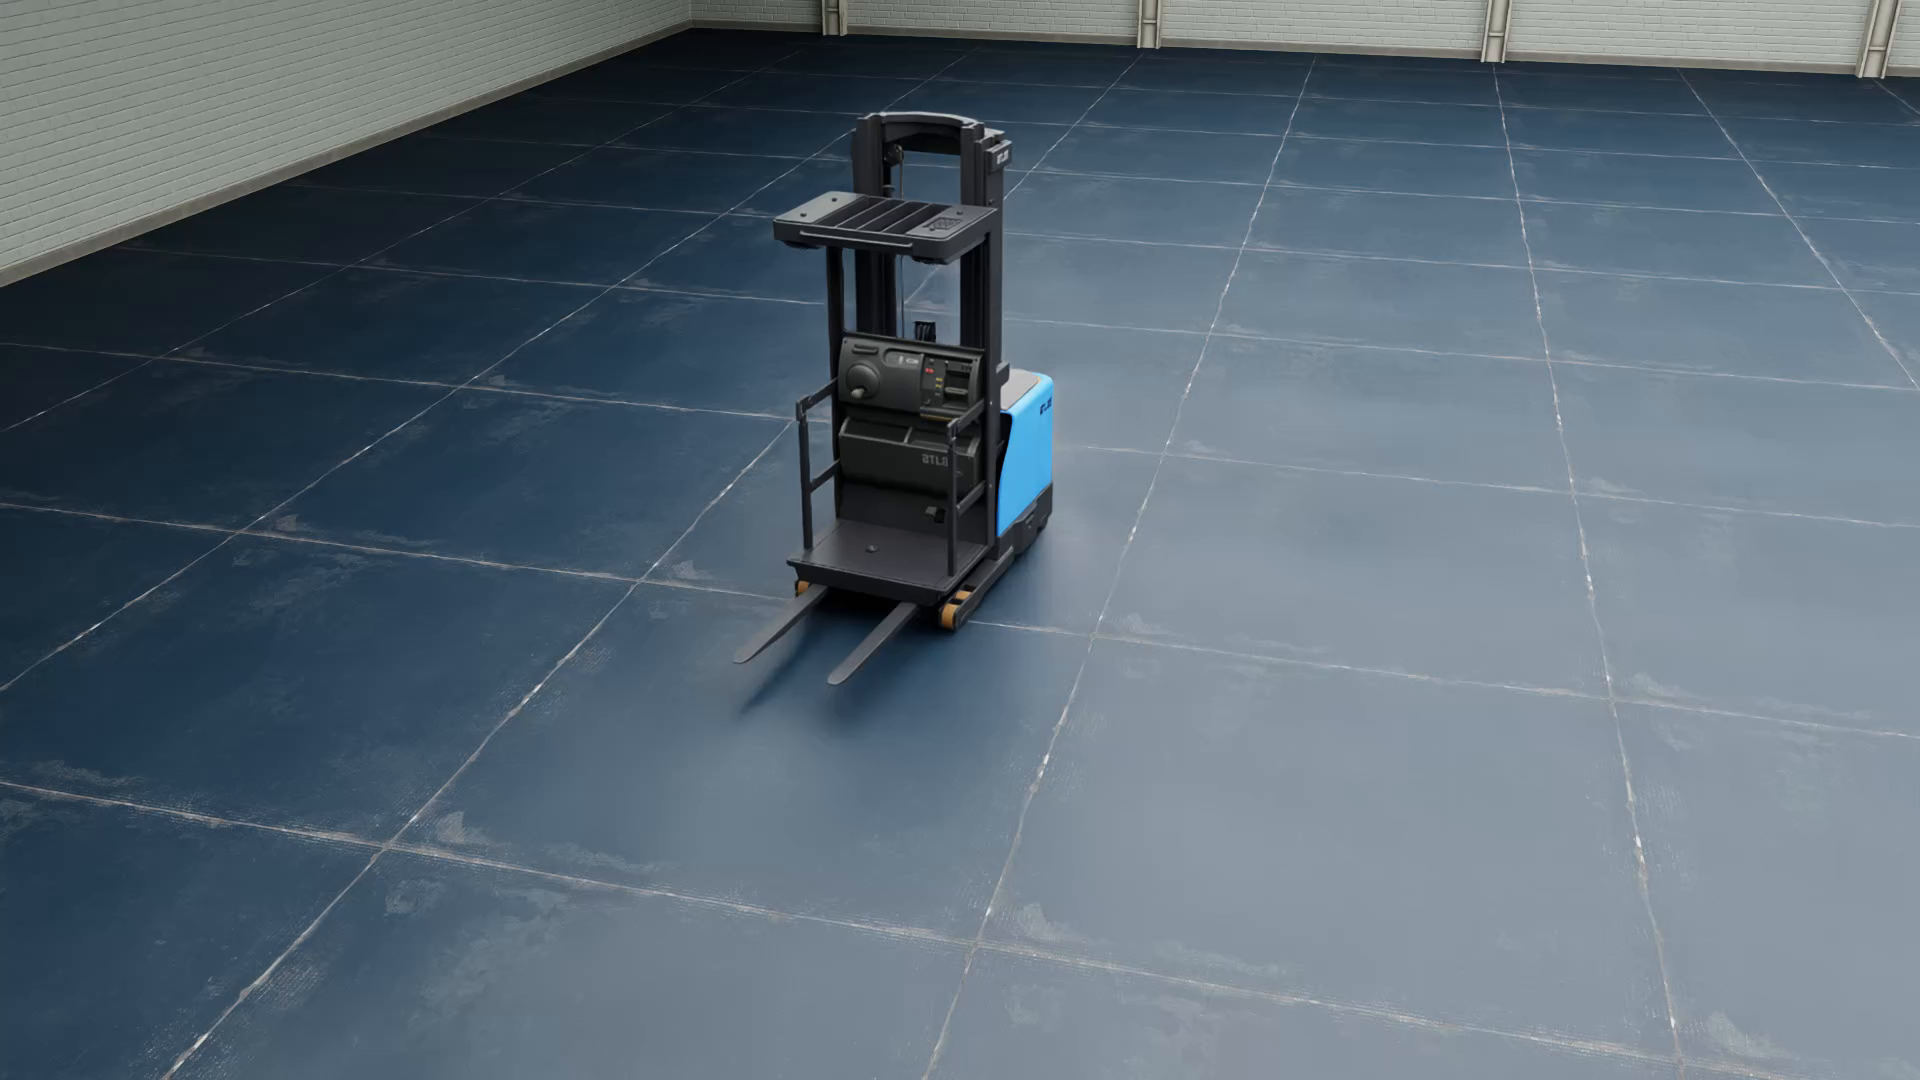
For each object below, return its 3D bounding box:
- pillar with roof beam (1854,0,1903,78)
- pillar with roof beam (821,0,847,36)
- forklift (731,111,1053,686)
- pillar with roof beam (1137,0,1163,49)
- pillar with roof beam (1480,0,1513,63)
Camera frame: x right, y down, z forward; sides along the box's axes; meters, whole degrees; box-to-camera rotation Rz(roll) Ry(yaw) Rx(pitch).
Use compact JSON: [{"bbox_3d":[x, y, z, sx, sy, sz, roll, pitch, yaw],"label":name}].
[{"bbox_3d":[13.987,-9.953,21.843,0.400,9.000,9.100,6,26,13],"label":"pillar with roof beam"},{"bbox_3d":[-3.446,-11.880,25.891,0.400,9.000,9.100,6,26,13],"label":"pillar with roof beam"},{"bbox_3d":[-0.397,-0.973,10.042,1.130,2.935,3.031,10,27,21],"label":"forklift"},{"bbox_3d":[2.365,-11.237,24.542,0.400,9.000,9.100,6,26,13],"label":"pillar with roof beam"},{"bbox_3d":[8.176,-10.595,23.193,0.400,9.000,9.100,6,26,13],"label":"pillar with roof beam"}]
